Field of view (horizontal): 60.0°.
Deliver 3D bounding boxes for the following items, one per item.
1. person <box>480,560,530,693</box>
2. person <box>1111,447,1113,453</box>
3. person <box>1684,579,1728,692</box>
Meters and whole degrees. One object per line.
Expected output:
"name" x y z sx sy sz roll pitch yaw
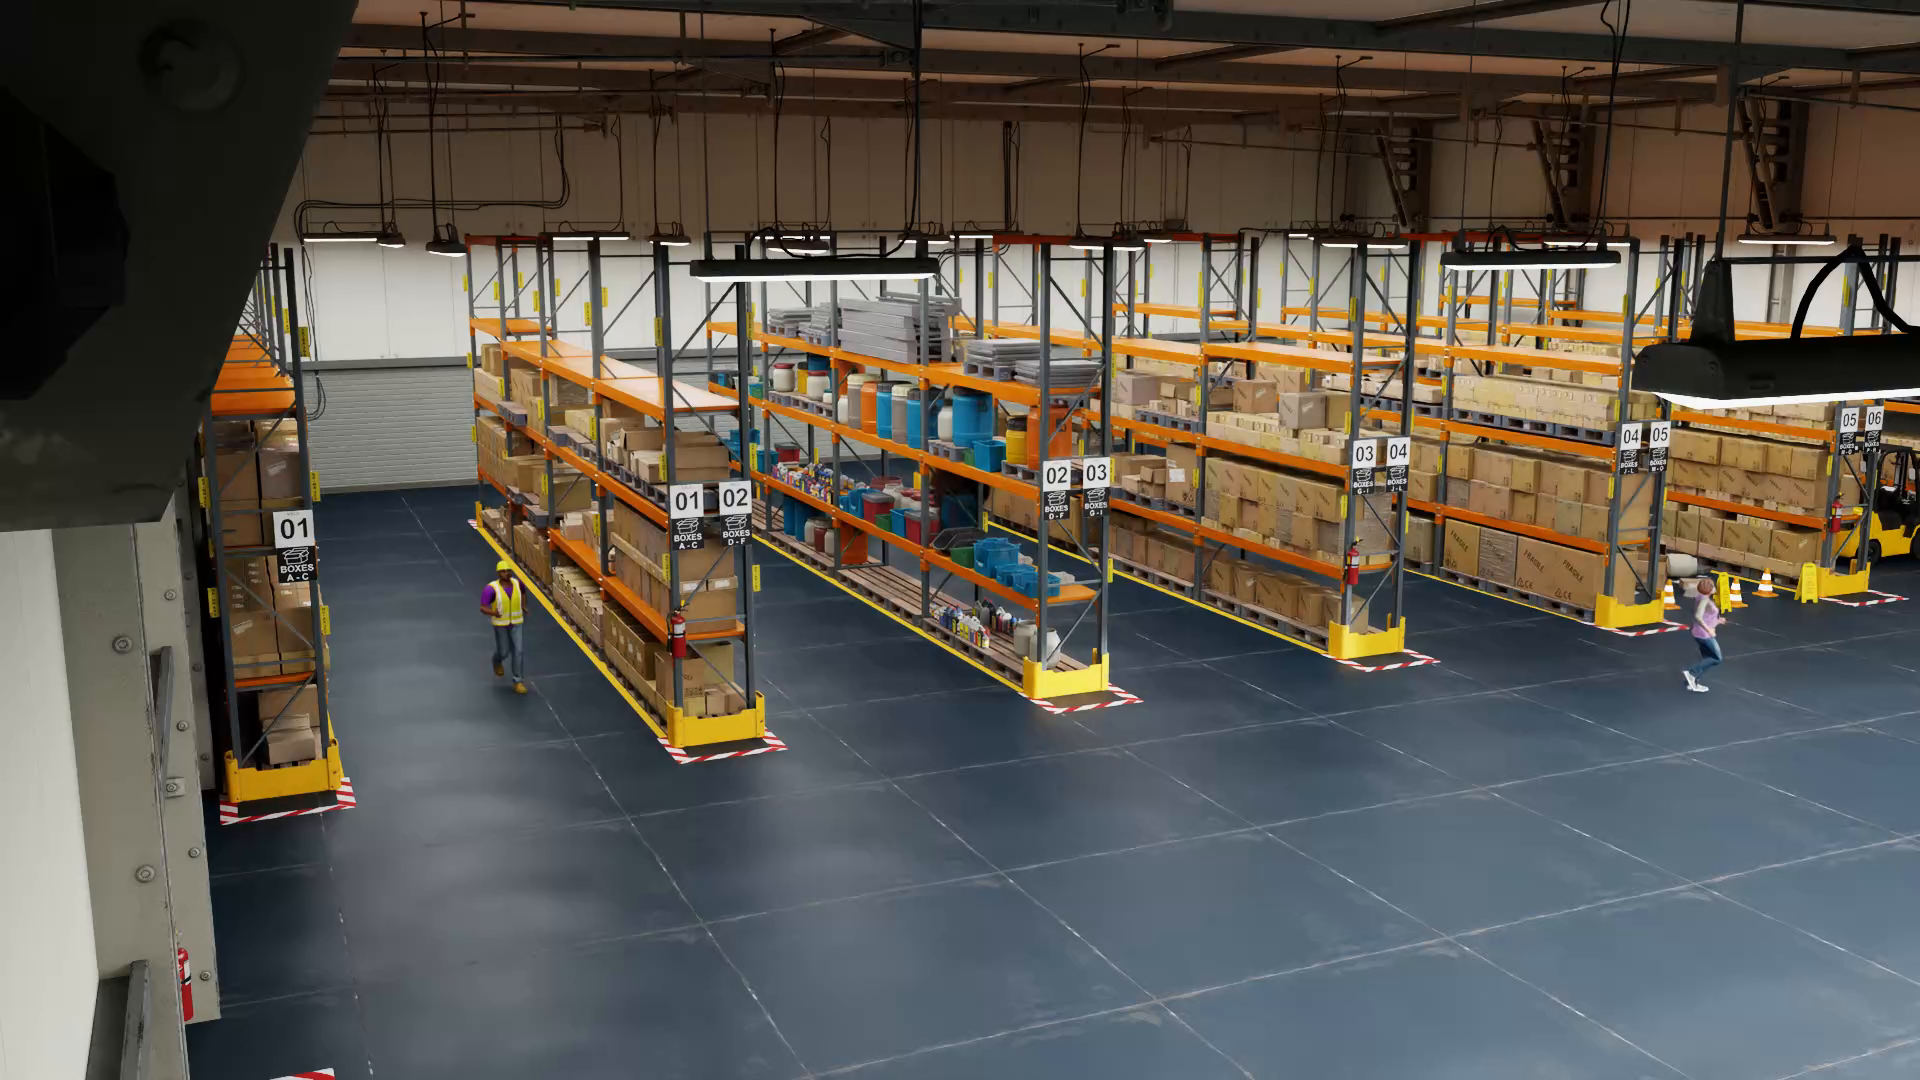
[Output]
"person" -6.143 1.143 22.564 0.700 1.761 0.956 -7 13 -32
"person" 3.076 -1.385 35.418 0.701 1.790 0.950 -7 13 -32
"person" 10.057 1.288 22.376 0.542 1.554 0.531 2 11 12
